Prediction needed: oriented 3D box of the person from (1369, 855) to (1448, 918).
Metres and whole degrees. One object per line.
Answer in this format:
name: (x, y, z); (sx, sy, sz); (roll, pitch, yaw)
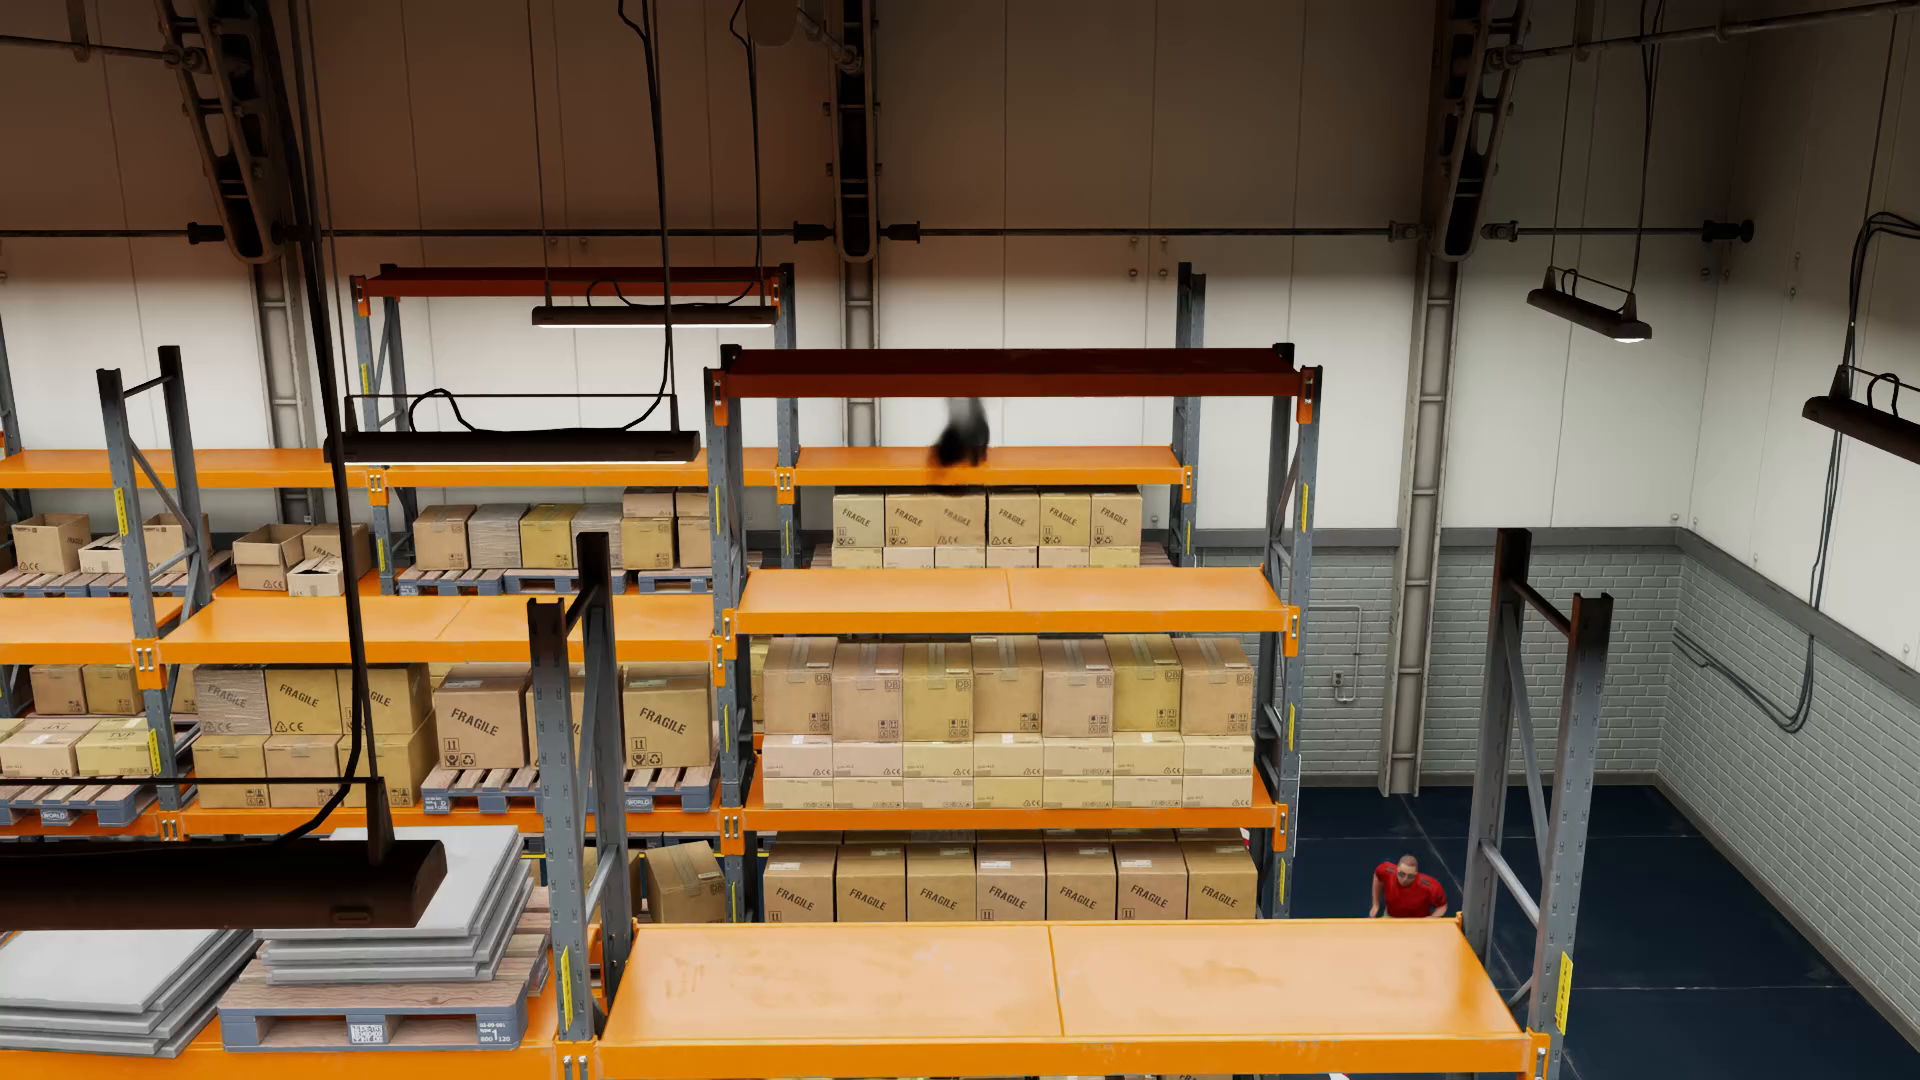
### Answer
person: (3.921, 3.298, 14.483); (0.658, 1.587, 1.069); (7, 18, 23)

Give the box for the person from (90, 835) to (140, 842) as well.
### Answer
person: (-8.072, 2.823, 16.025); (0.630, 1.578, 0.712); (2, 16, 5)
